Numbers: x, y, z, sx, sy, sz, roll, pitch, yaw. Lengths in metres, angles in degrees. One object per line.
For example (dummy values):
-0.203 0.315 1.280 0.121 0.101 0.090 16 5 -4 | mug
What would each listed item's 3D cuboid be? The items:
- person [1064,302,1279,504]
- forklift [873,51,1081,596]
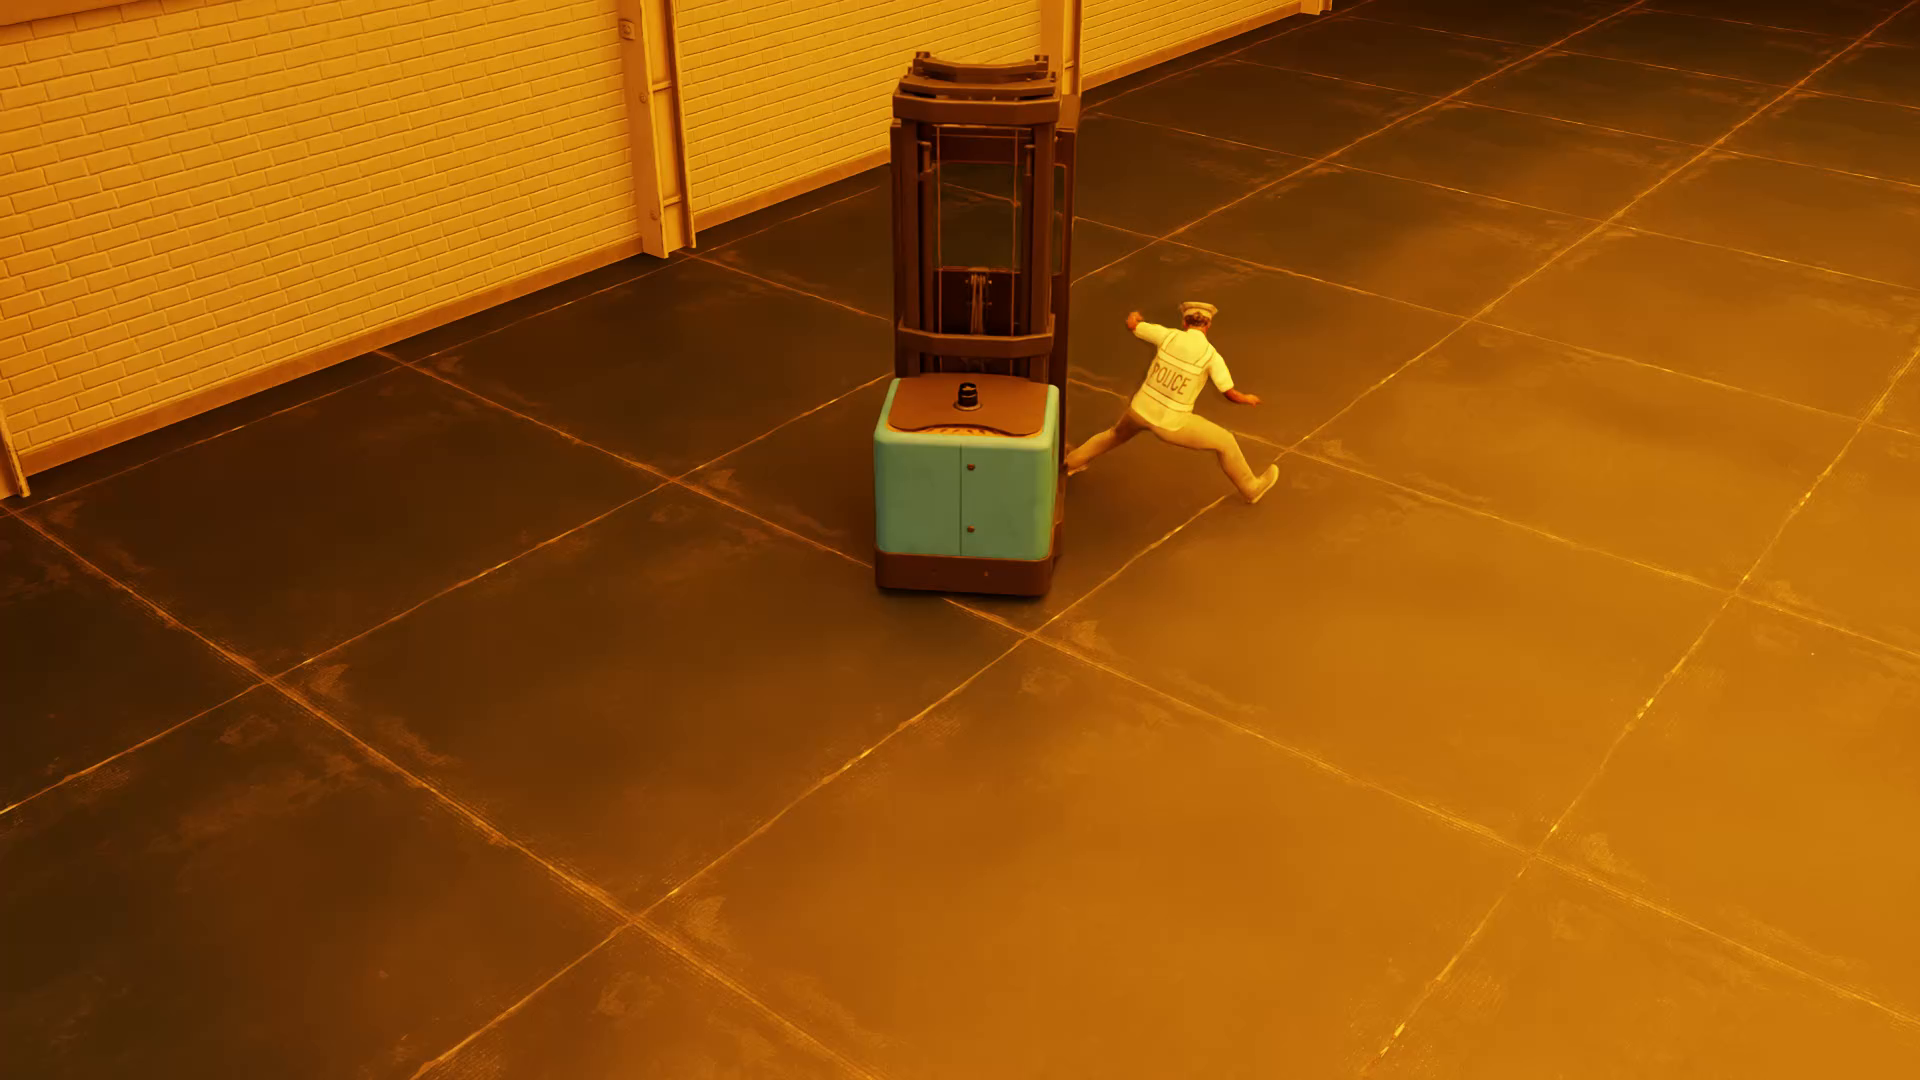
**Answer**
1.374 -0.913 10.740 1.287 1.340 0.793 24 38 35 | person
0.161 -1.655 10.427 1.130 2.935 3.031 3 30 5 | forklift
